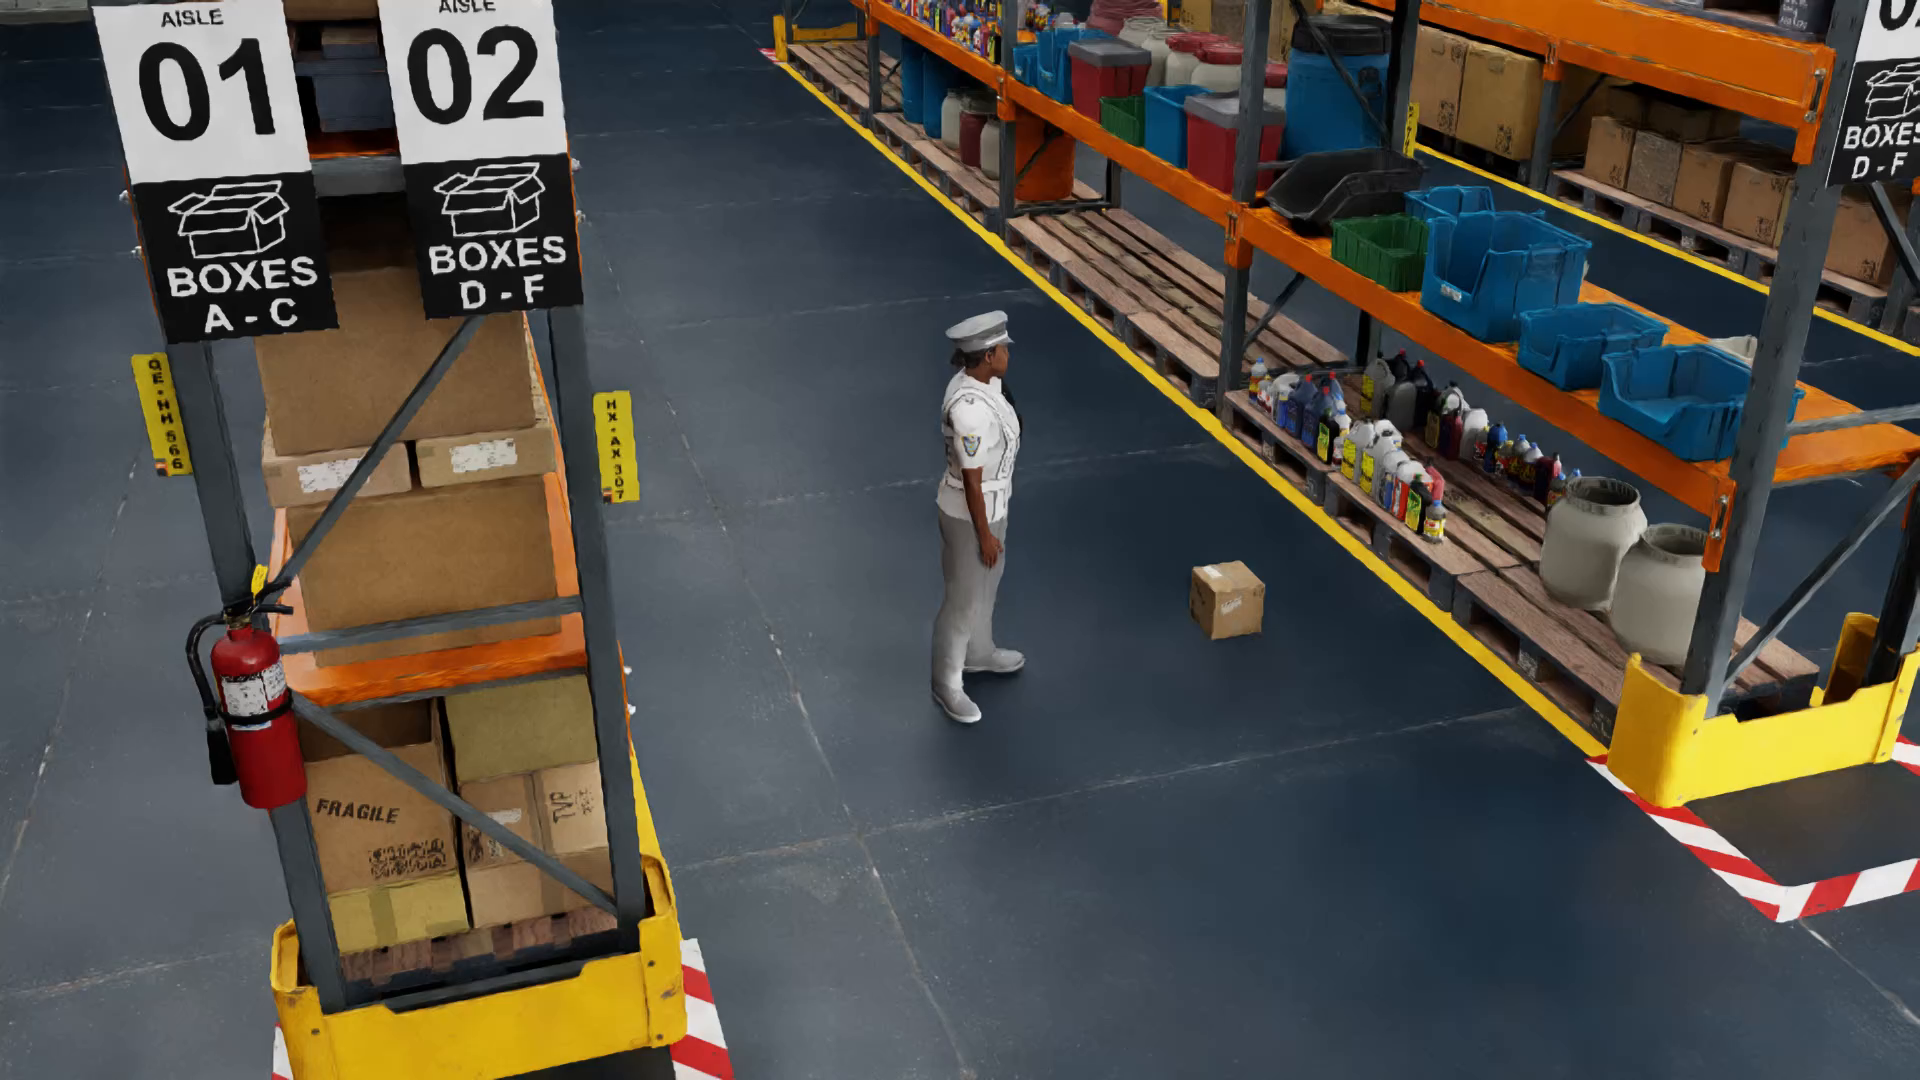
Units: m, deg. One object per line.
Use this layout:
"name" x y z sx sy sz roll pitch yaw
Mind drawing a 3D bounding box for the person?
"person" 0.072 -0.115 6.779 0.369 1.682 0.577 4 27 7
